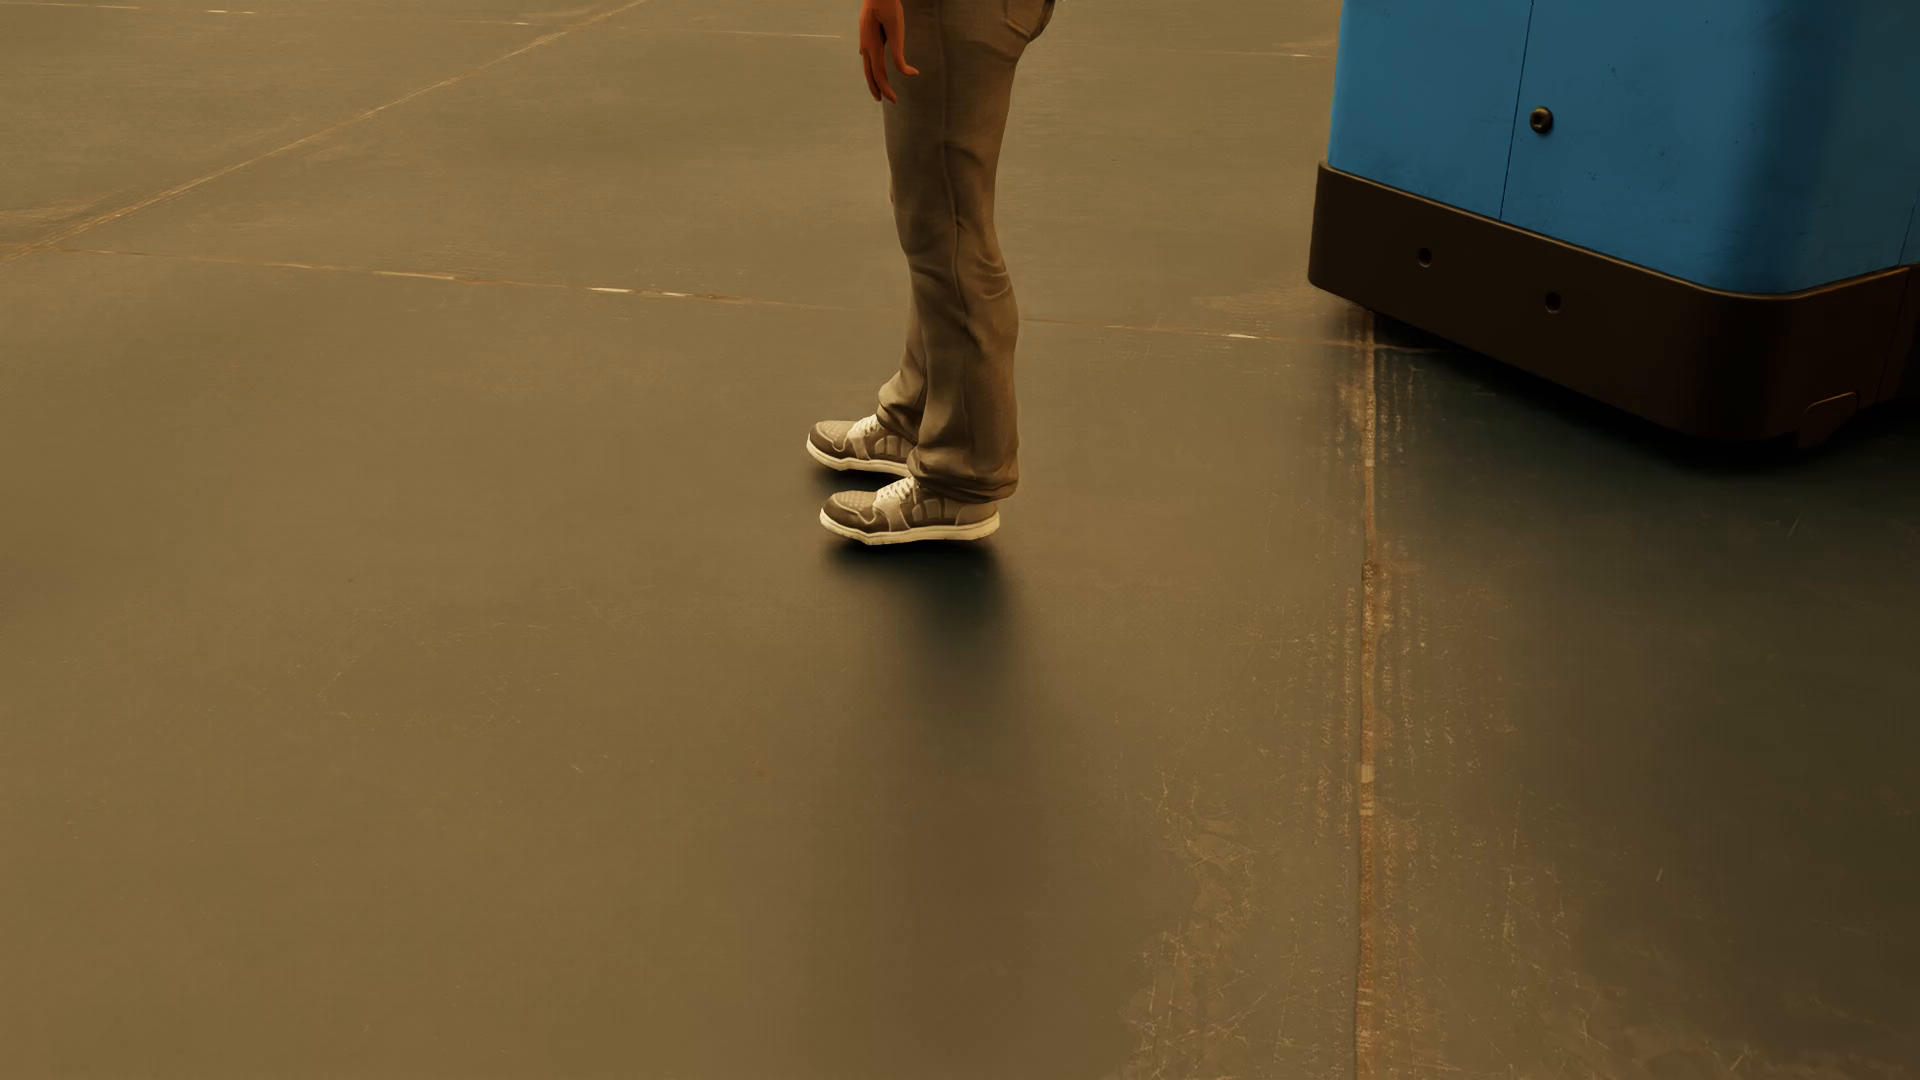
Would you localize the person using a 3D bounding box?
[{"bbox_3d":[-0.069,-0.733,2.164,0.474,1.598,0.519,6,27,11],"label":"person"}]

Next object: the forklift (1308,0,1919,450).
[{"bbox_3d":[2.241,-1.931,3.075,3.031,2.935,1.130,-15,30,-27],"label":"forklift"}]
